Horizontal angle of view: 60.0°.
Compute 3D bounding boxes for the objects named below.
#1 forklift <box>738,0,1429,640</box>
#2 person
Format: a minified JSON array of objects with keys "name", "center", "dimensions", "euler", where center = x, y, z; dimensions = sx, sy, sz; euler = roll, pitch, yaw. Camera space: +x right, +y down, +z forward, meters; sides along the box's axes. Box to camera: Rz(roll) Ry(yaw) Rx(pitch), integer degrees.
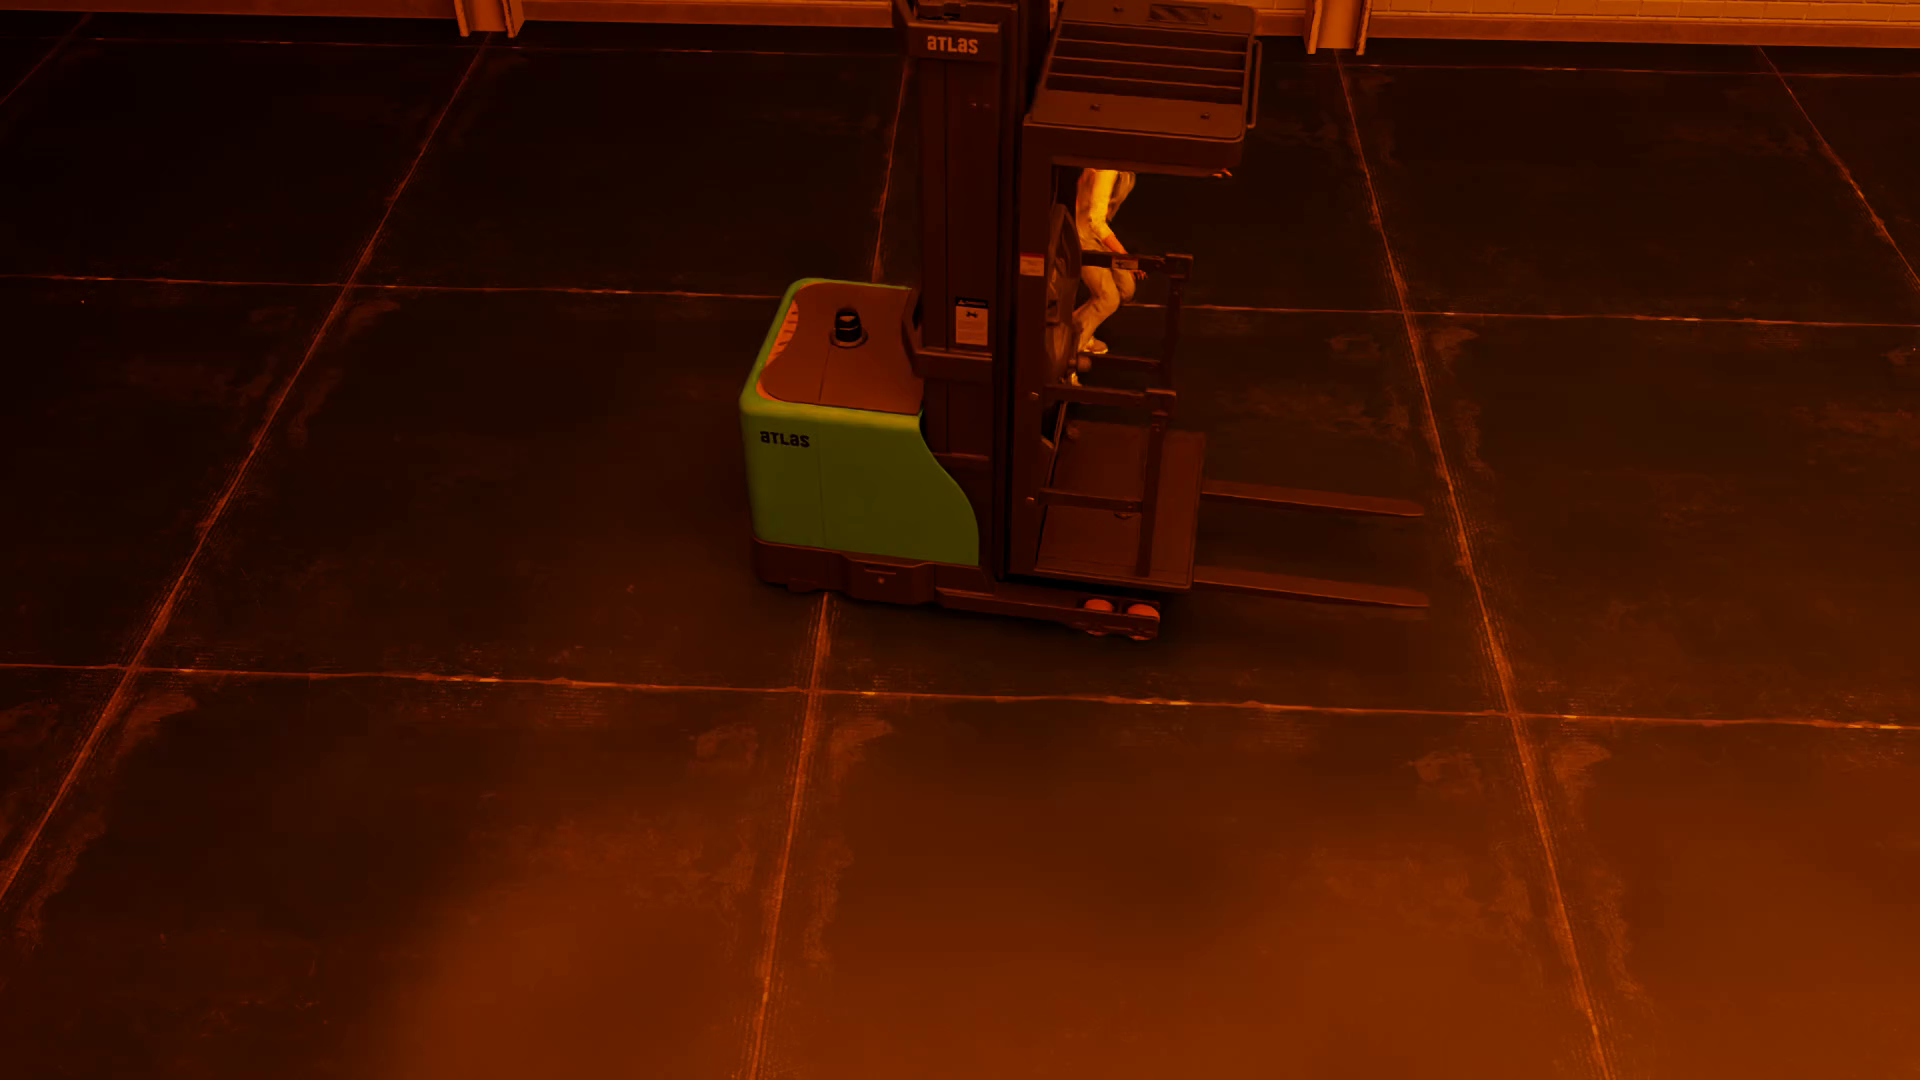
[{"name":"forklift","center":[0.613,-1.023,6.863],"dimensions":[3.031,2.935,1.130],"euler":[7,43,7]},{"name":"person","center":[0.842,-1.490,8.559],"dimensions":[0.820,1.364,1.090],"euler":[15,45,16]}]
